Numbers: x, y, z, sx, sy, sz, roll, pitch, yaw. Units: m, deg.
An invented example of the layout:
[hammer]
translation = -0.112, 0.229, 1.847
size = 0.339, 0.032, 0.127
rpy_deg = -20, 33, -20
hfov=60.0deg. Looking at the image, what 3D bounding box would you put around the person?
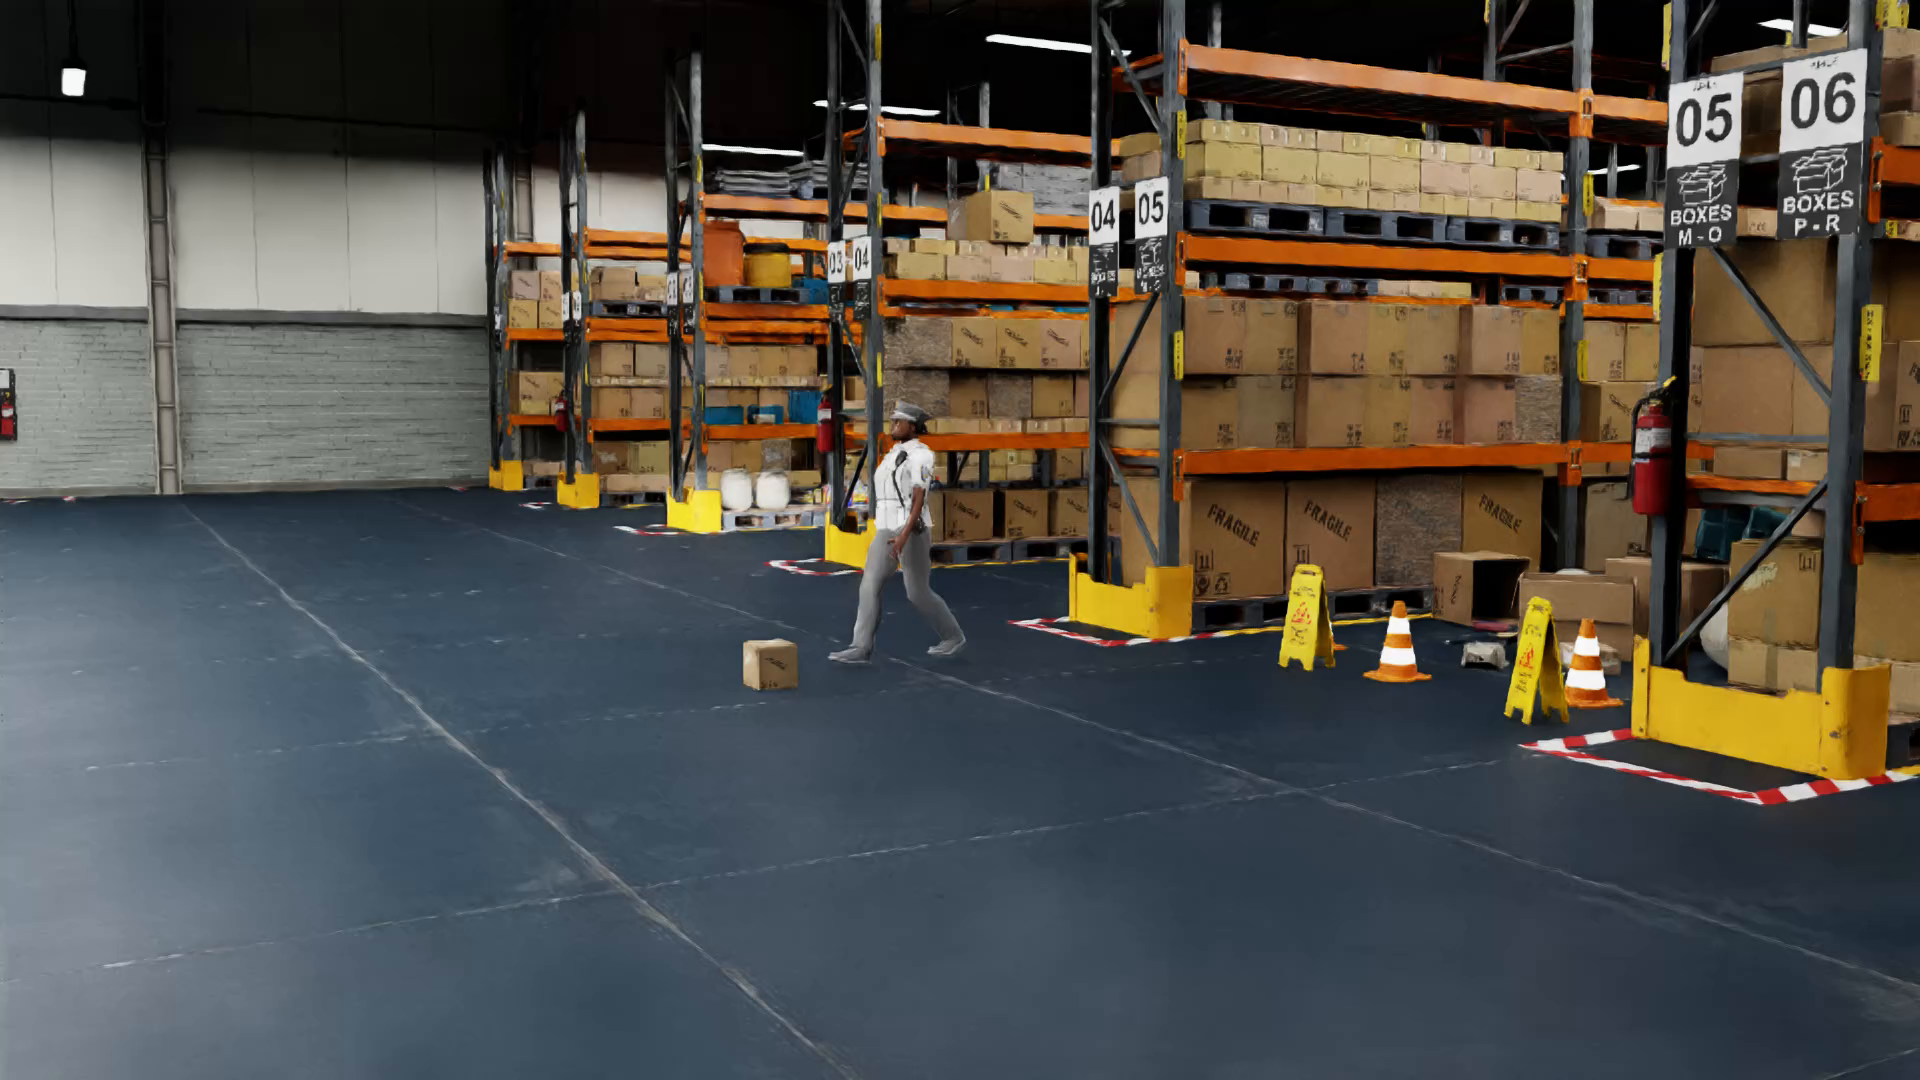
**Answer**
[person]
translation = -0.394, -0.053, 10.400
size = 0.874, 1.653, 0.444
rpy_deg = -4, 7, -39
